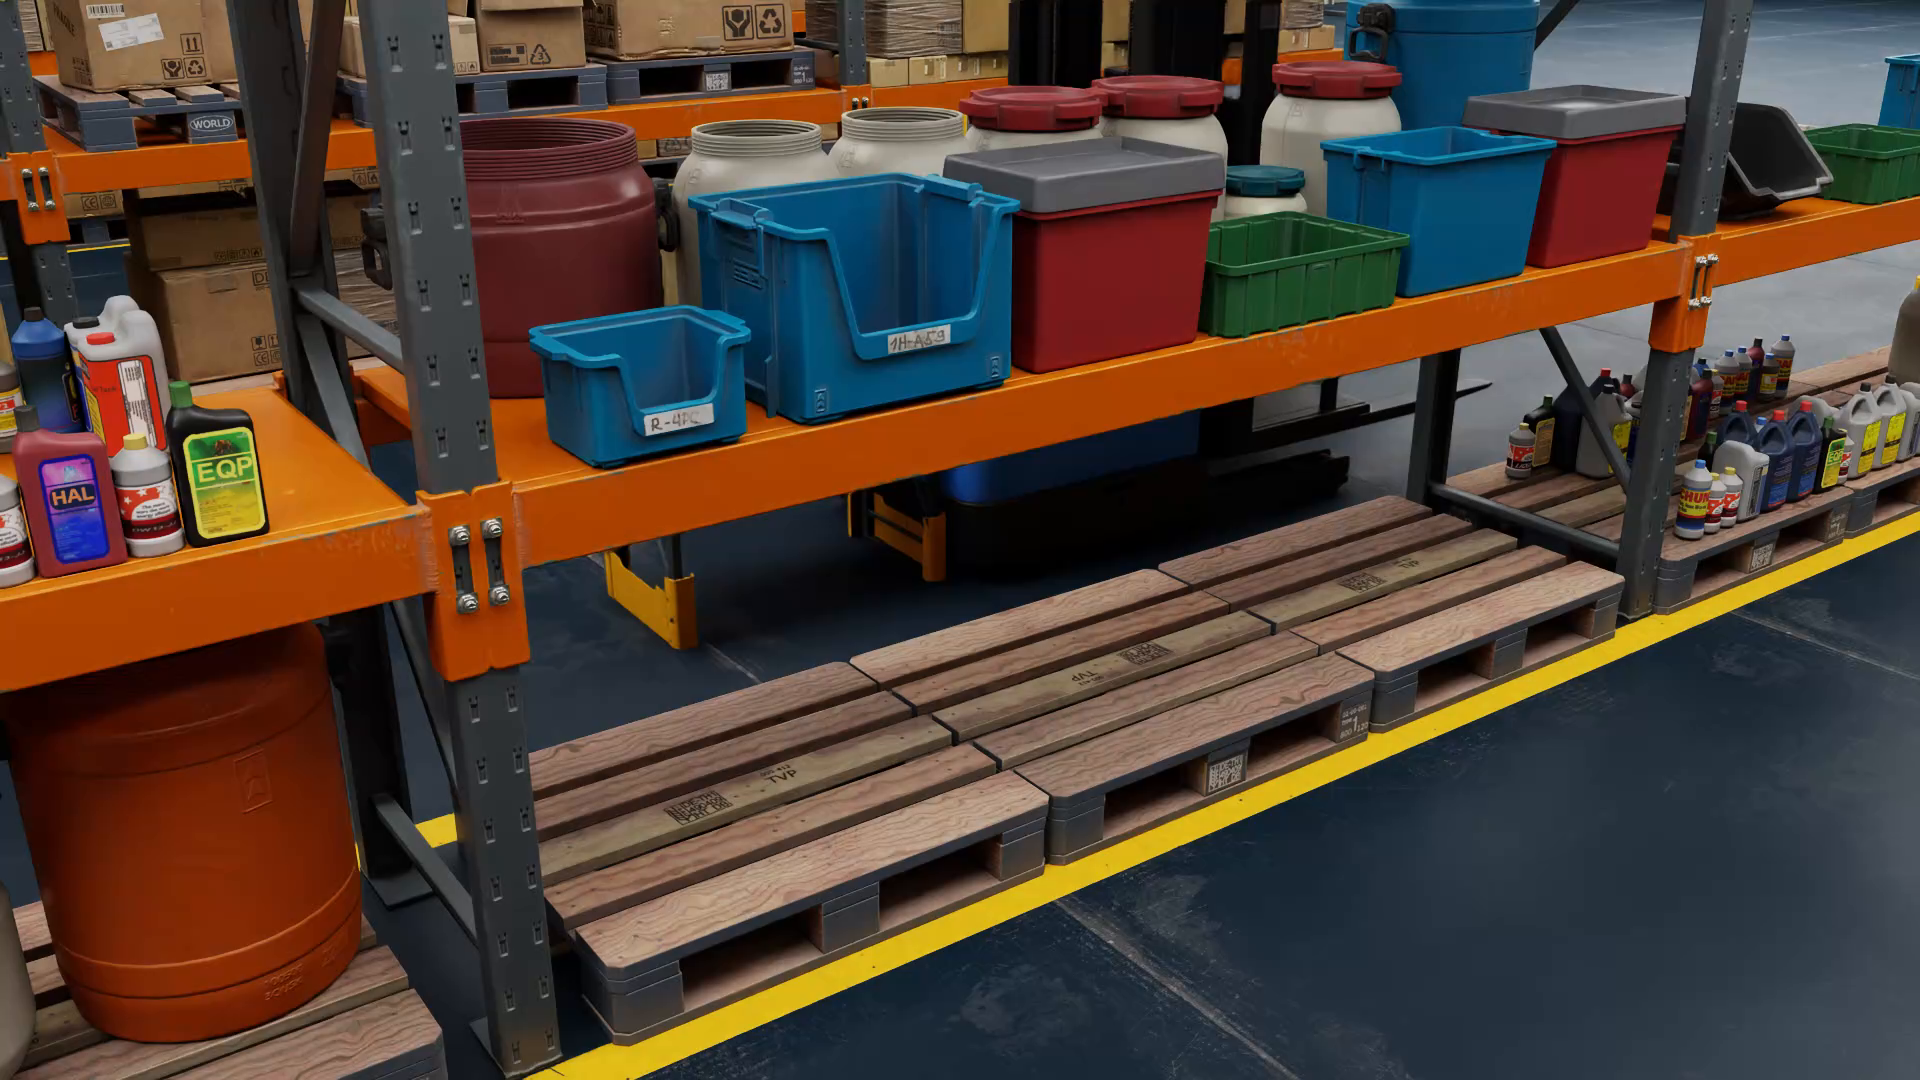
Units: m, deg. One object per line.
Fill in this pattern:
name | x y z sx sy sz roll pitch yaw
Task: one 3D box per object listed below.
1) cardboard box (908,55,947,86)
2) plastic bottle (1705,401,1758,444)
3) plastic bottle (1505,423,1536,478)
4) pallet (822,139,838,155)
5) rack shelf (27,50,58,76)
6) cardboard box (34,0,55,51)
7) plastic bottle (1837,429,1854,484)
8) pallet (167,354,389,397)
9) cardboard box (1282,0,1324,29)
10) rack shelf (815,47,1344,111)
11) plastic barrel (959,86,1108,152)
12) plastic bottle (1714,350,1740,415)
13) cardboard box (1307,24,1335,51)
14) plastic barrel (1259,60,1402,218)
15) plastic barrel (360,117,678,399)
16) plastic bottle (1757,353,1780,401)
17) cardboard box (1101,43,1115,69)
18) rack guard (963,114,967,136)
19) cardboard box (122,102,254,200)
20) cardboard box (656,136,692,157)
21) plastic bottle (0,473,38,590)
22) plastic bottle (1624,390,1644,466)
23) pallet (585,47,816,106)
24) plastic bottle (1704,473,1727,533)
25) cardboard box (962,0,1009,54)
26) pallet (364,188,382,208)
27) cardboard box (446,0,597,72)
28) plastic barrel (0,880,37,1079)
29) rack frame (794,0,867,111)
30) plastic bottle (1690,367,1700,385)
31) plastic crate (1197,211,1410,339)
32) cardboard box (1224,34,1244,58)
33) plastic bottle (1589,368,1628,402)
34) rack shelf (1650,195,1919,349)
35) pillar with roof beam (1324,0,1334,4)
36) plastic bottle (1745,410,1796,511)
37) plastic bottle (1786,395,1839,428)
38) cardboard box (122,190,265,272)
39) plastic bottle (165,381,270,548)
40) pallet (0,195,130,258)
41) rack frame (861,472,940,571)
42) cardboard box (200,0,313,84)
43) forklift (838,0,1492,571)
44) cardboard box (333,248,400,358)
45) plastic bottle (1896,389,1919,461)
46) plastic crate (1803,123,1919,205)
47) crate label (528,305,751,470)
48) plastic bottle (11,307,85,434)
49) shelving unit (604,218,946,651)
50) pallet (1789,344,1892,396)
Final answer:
cardboard box | -0.282 -2.653 9.336 0.250 0.149 0.380 -15 26 -33
plastic bottle | 2.863 -0.341 6.183 0.185 0.351 0.144 -15 26 -33
plastic bottle | 2.162 -0.350 6.409 0.097 0.201 0.097 0 22 0
pallet | -1.014 -3.651 15.262 1.213 0.211 1.003 -15 26 -33
rack shelf | -5.281 -3.510 12.117 4.000 0.370 1.077 -15 26 -33
cardboard box | -5.971 -3.585 11.198 0.500 0.500 0.500 -15 26 -33
plastic bottle | 3.344 -0.323 6.340 0.097 0.201 0.097 0 22 0
pallet | -3.454 -0.771 8.044 1.213 0.211 1.003 -15 26 -33
cardboard box | 1.942 -3.703 11.093 0.500 0.500 0.875 -15 26 -33
rack shelf | 0.781 -2.862 10.492 4.000 0.370 1.077 -15 26 -33
plastic barrel | 0.198 -0.943 4.529 0.433 0.535 0.433 0 22 0
plastic bottle | 3.284 -0.682 7.145 0.097 0.271 0.097 0 22 0
cardboard box | 2.293 -3.389 11.180 0.250 0.149 0.380 -15 26 -33
plastic barrel | 1.145 -1.195 5.161 0.433 0.535 0.433 0 22 0
plastic barrel | -0.997 -0.662 3.825 0.708 0.536 0.600 -15 26 -33
plastic bottle | 3.559 -0.723 7.342 0.097 0.201 0.097 0 22 0
cardboard box | 0.717 -2.931 10.034 0.250 0.149 0.380 -15 26 -33
rack guard | -0.391 -3.987 15.715 0.348 0.500 1.175 -15 26 -33
cardboard box | -5.650 -2.857 11.977 0.750 0.750 1.050 -14 26 -32
cardboard box | -2.376 -3.797 14.165 0.875 0.875 0.875 -15 26 -32
plastic bottle | -1.568 -0.030 2.692 0.097 0.201 0.097 0 22 0
plastic bottle | 2.667 -0.441 6.536 0.135 0.276 0.152 -15 26 -33
pallet | -1.548 -2.553 9.005 1.213 0.211 1.003 -15 26 -33
plastic bottle | 2.647 -0.137 5.875 0.097 0.201 0.097 0 22 0
cardboard box | -0.015 -3.124 9.643 0.500 0.500 0.875 -15 26 -33
pallet | -4.240 -2.793 13.110 1.213 0.211 1.003 -15 26 -33
cardboard box | -2.196 -2.603 8.167 0.637 0.503 0.797 -12 25 -27
plastic barrel | -1.990 0.813 3.102 0.421 0.512 0.421 0 22 0
rack frame | -0.843 -2.763 9.274 0.127 3.000 1.000 -15 26 -33
plastic bottle | 2.957 -0.584 6.894 0.135 0.276 0.152 -14 26 -32
plastic crate | 0.801 -0.713 4.422 0.662 0.188 0.450 -15 26 -33
cardboard box | 1.705 -3.216 10.747 0.250 0.149 0.380 -15 26 -33
plastic bottle | 2.560 -0.515 6.620 0.185 0.351 0.144 -16 27 -35
rack shelf | 3.673 -1.372 6.758 4.000 0.370 1.077 -15 26 -33
pillar with roof beam | 9.749 -13.611 28.364 0.400 9.000 9.100 -15 26 -33
plastic bottle | 2.948 -0.297 6.074 0.185 0.351 0.144 -14 26 -31
plastic bottle | 3.339 -0.434 6.519 0.135 0.276 0.152 -15 26 -33
cardboard box | -3.563 -1.443 7.733 0.500 0.250 0.500 -14 26 -31
plastic bottle | -1.276 -0.137 2.851 0.133 0.283 0.061 -15 26 -33
pallet | -6.220 -2.265 11.786 1.213 0.211 1.003 -15 26 -33
rack frame | -0.225 -0.641 5.979 0.032 1.500 0.500 -14 26 -32
cardboard box | -3.280 -2.419 7.709 0.500 0.500 0.700 -11 24 -25
forklift | 0.998 -1.657 6.595 3.031 2.935 1.130 -14 26 -32
cardboard box | -3.115 -1.216 8.175 0.500 0.500 0.700 -18 28 -37
plastic bottle | 3.729 -0.473 6.615 0.135 0.276 0.152 -16 27 -34
plastic crate | 3.317 -1.384 6.103 0.662 0.188 0.450 -15 26 -33
crate label | -0.636 -0.308 3.347 0.416 0.233 0.303 -15 26 -33
plastic bottle | -1.847 -0.334 3.361 0.097 0.271 0.097 0 22 0
shelving unit | -0.651 -0.532 5.706 1.083 1.500 0.587 -14 26 -32
pallet | 4.600 -0.639 7.713 1.213 0.211 1.003 -15 26 -33
